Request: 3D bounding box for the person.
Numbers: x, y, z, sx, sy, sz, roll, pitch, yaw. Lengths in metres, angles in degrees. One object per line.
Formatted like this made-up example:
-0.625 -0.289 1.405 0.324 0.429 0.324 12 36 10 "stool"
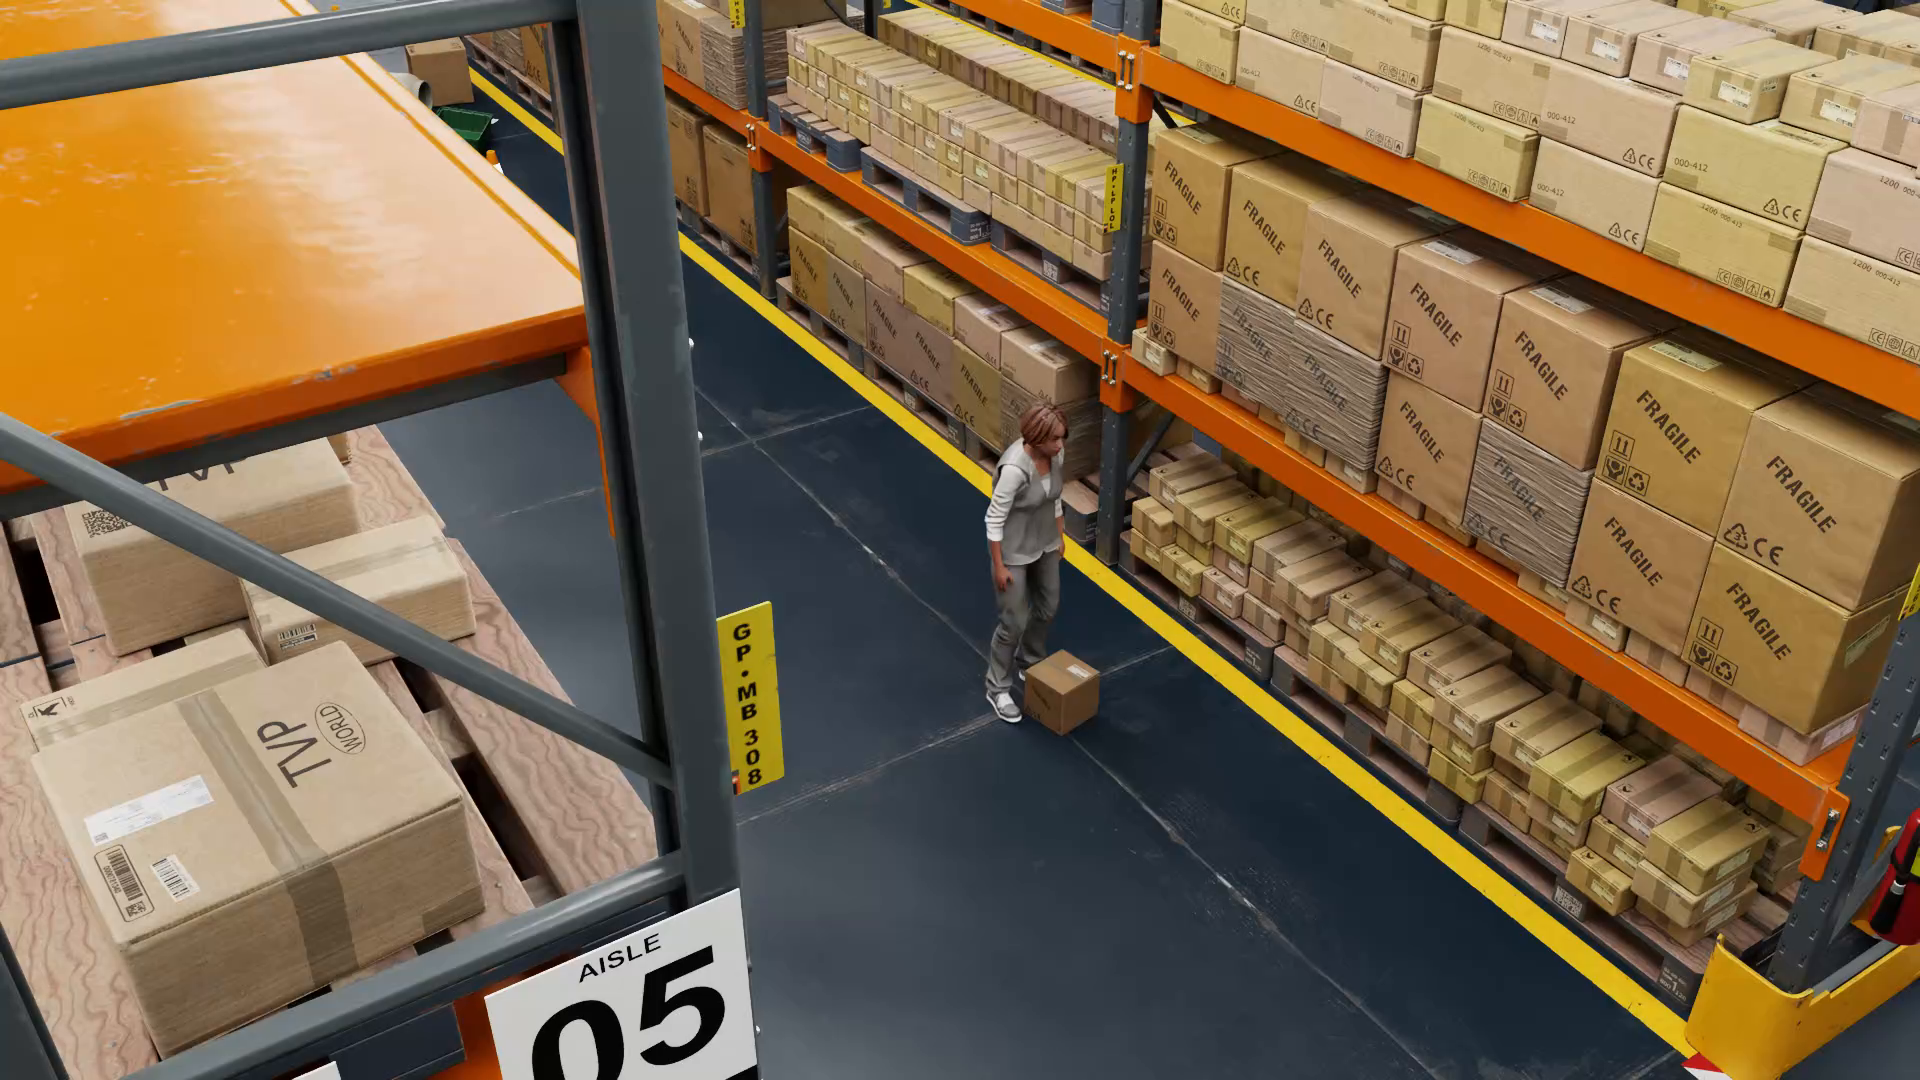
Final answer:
0.308 0.065 7.607 0.472 1.592 0.347 -28 42 -36 "person"
